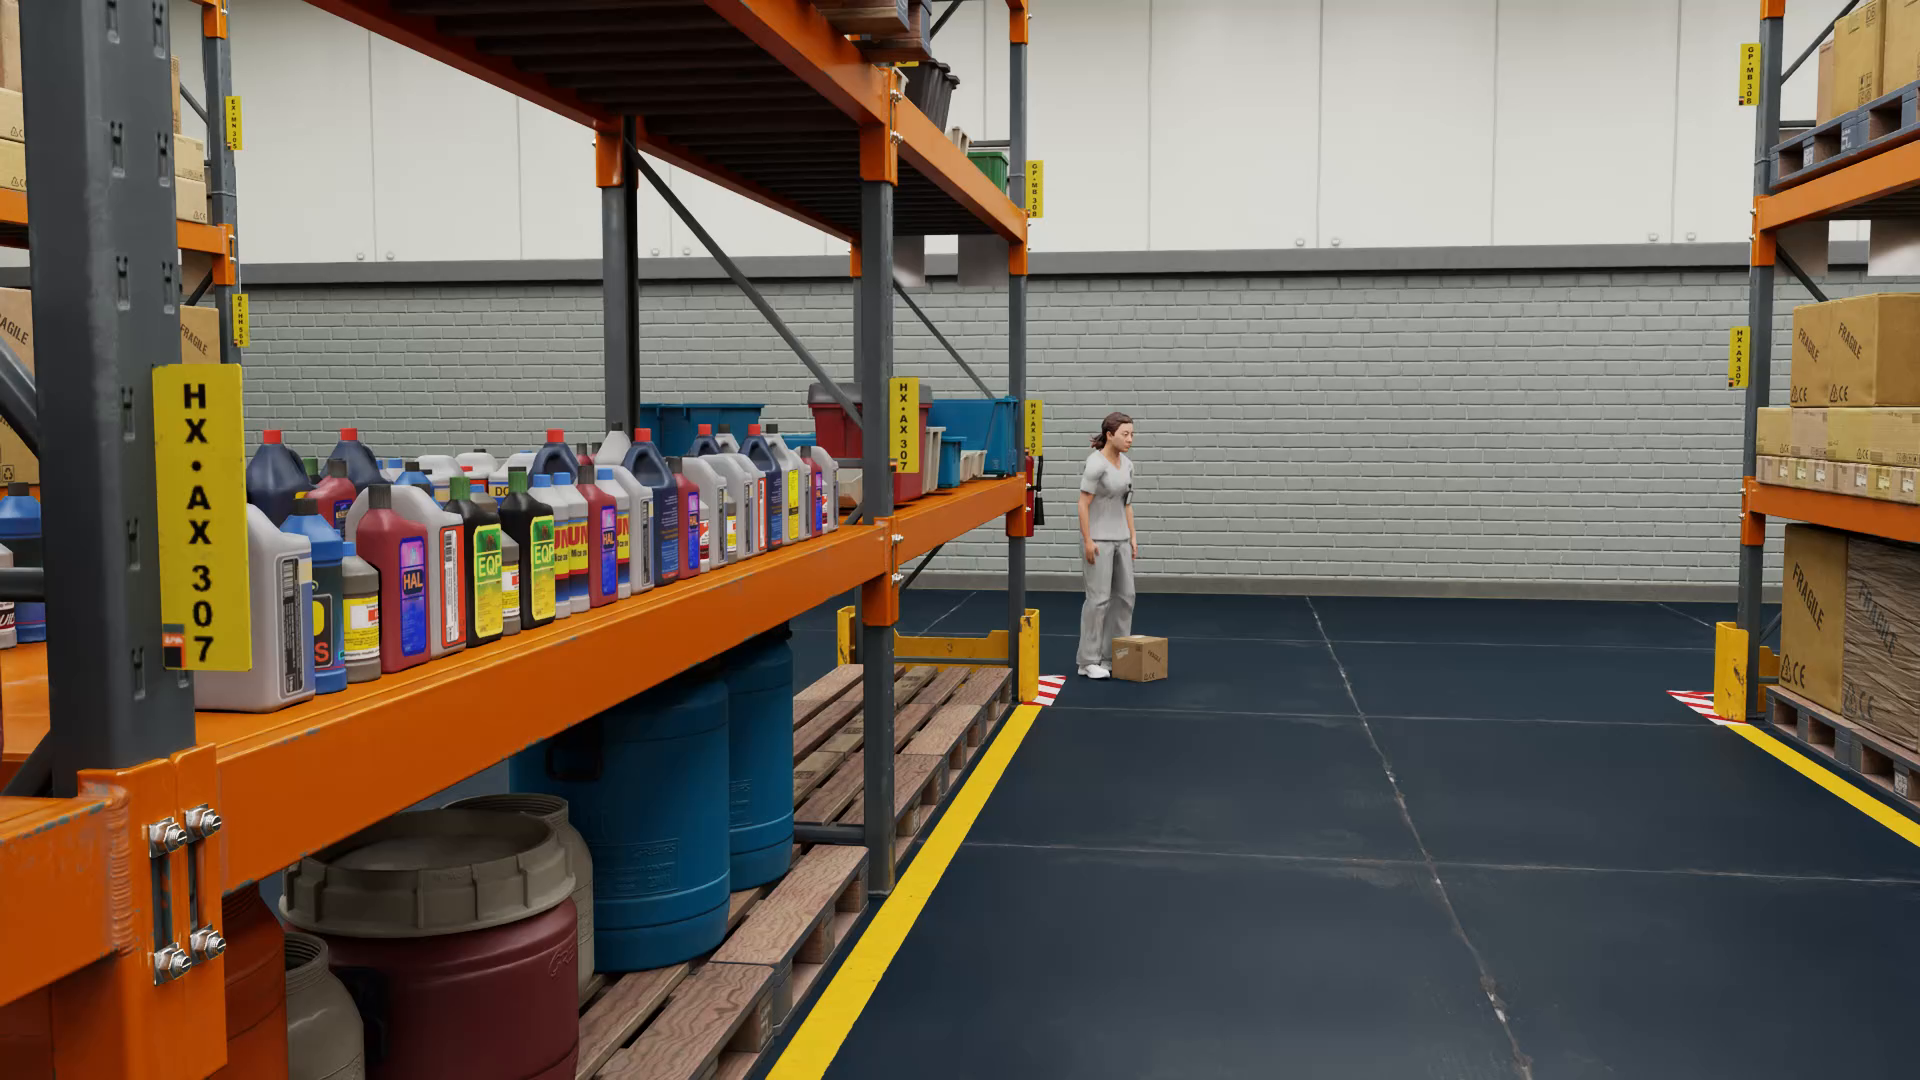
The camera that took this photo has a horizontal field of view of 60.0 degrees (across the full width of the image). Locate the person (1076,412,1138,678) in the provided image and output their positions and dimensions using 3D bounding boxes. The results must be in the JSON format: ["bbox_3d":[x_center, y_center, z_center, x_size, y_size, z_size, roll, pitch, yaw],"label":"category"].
[{"bbox_3d":[0.950,0.022,10.583,0.485,1.672,0.360,-4,6,-44],"label":"person"}]
